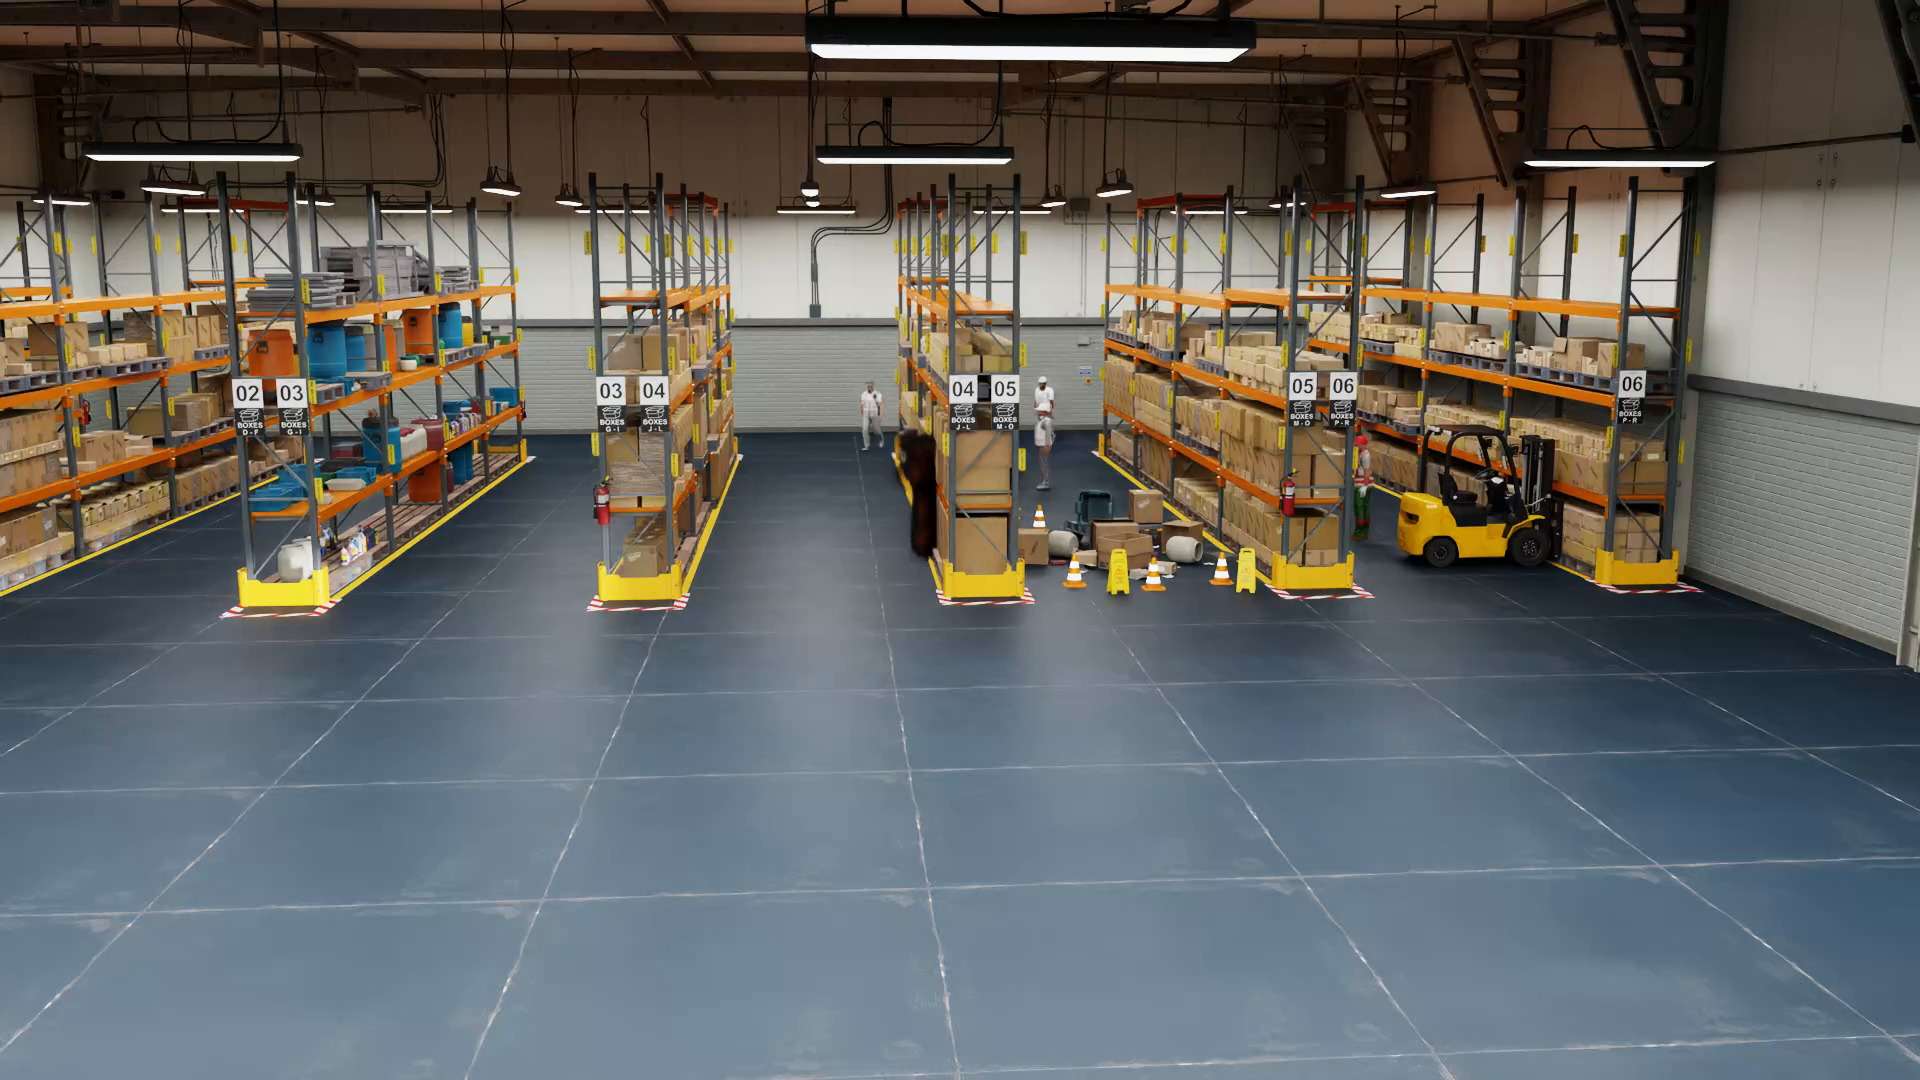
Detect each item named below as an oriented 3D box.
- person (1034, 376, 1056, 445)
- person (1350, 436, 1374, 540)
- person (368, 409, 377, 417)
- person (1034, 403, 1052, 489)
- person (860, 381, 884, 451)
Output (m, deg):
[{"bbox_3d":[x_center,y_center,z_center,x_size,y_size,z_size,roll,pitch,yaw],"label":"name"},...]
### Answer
[{"bbox_3d":[2.126,-3.261,42.009,0.506,1.753,0.520,-4,11,-20],"label":"person"},{"bbox_3d":[6.960,-0.915,28.790,0.385,1.789,0.602,6,11,29],"label":"person"},{"bbox_3d":[-12.668,-2.071,35.929,0.389,1.550,0.860,0,10,1],"label":"person"},{"bbox_3d":[1.733,-1.965,34.698,0.362,1.776,0.604,-1,10,-8],"label":"person"},{"bbox_3d":[-2.197,-3.095,41.206,0.608,1.714,0.882,3,10,14],"label":"person"}]
